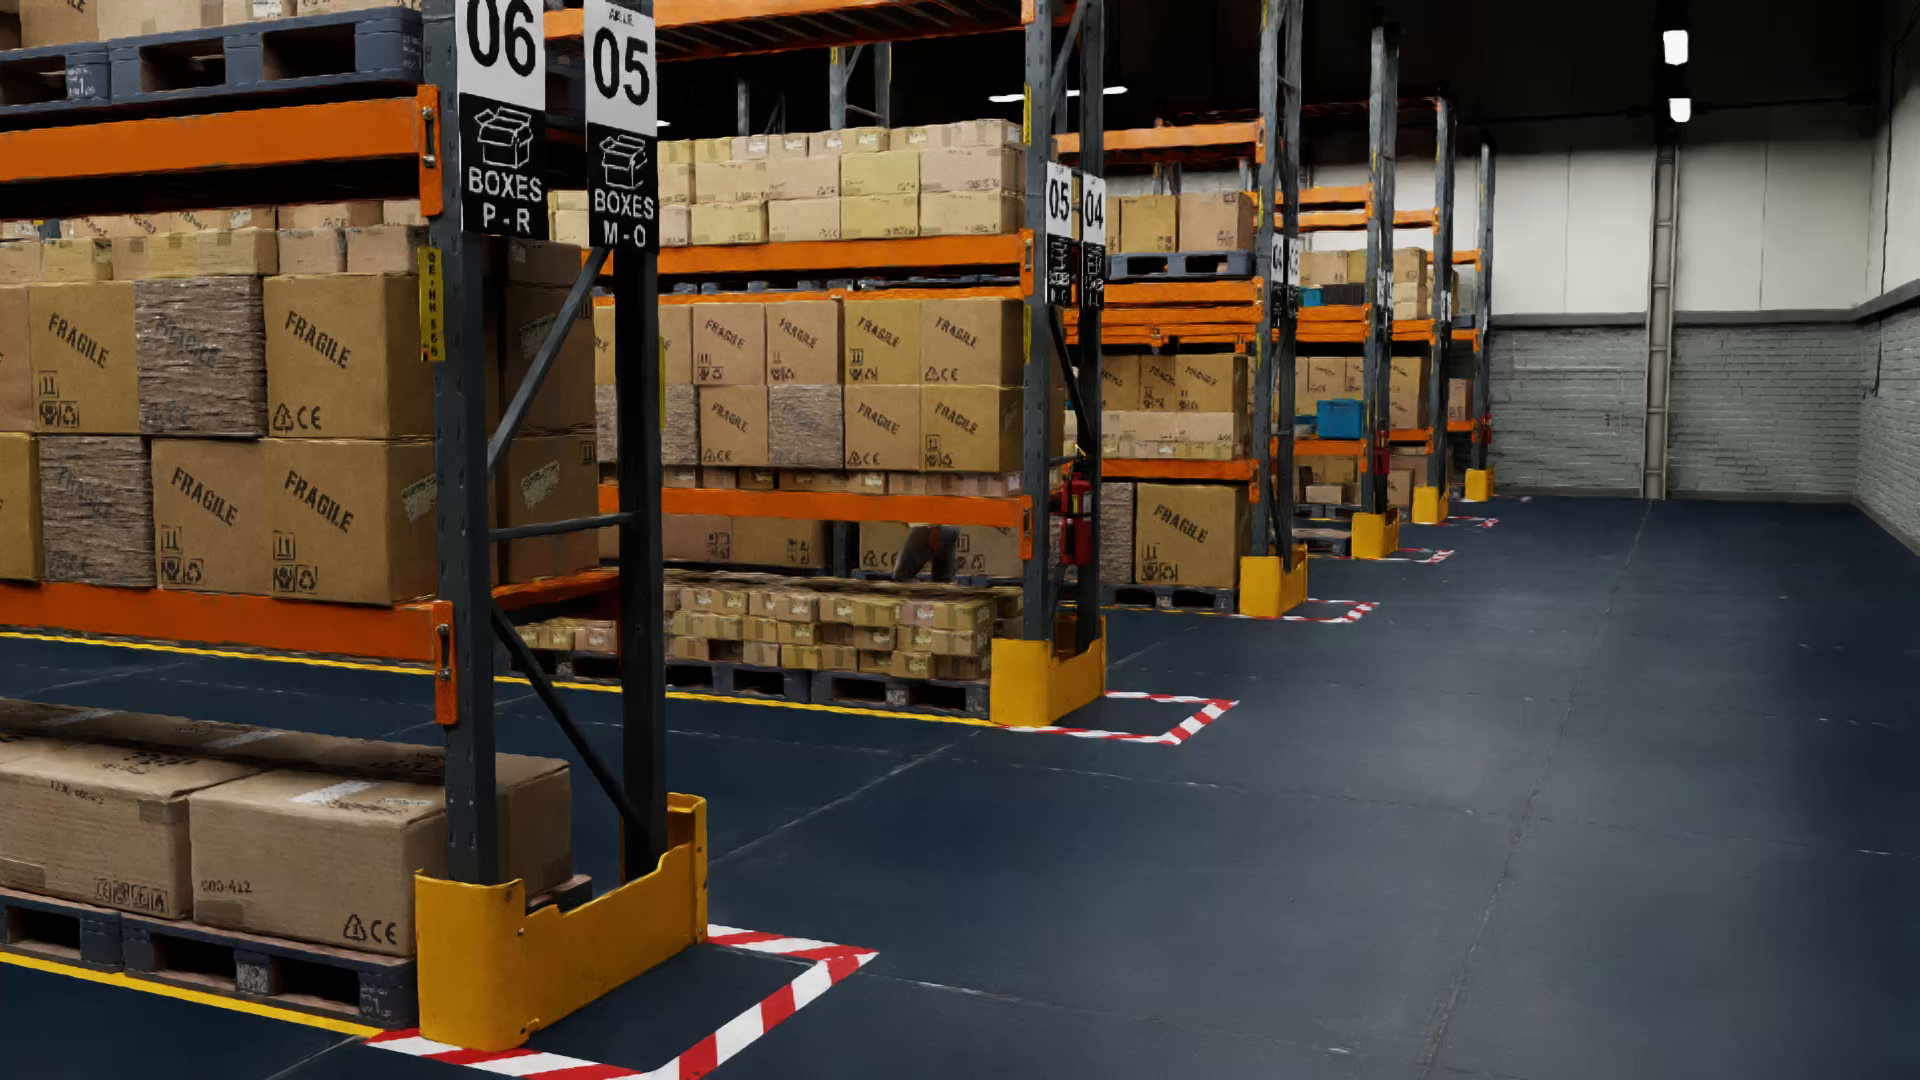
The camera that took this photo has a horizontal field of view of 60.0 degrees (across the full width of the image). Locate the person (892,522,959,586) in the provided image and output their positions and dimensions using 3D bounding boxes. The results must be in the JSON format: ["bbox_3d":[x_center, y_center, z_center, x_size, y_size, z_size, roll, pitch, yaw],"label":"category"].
[{"bbox_3d":[-0.202,-0.097,12.223,0.521,1.764,0.552,2,6,18],"label":"person"}]
